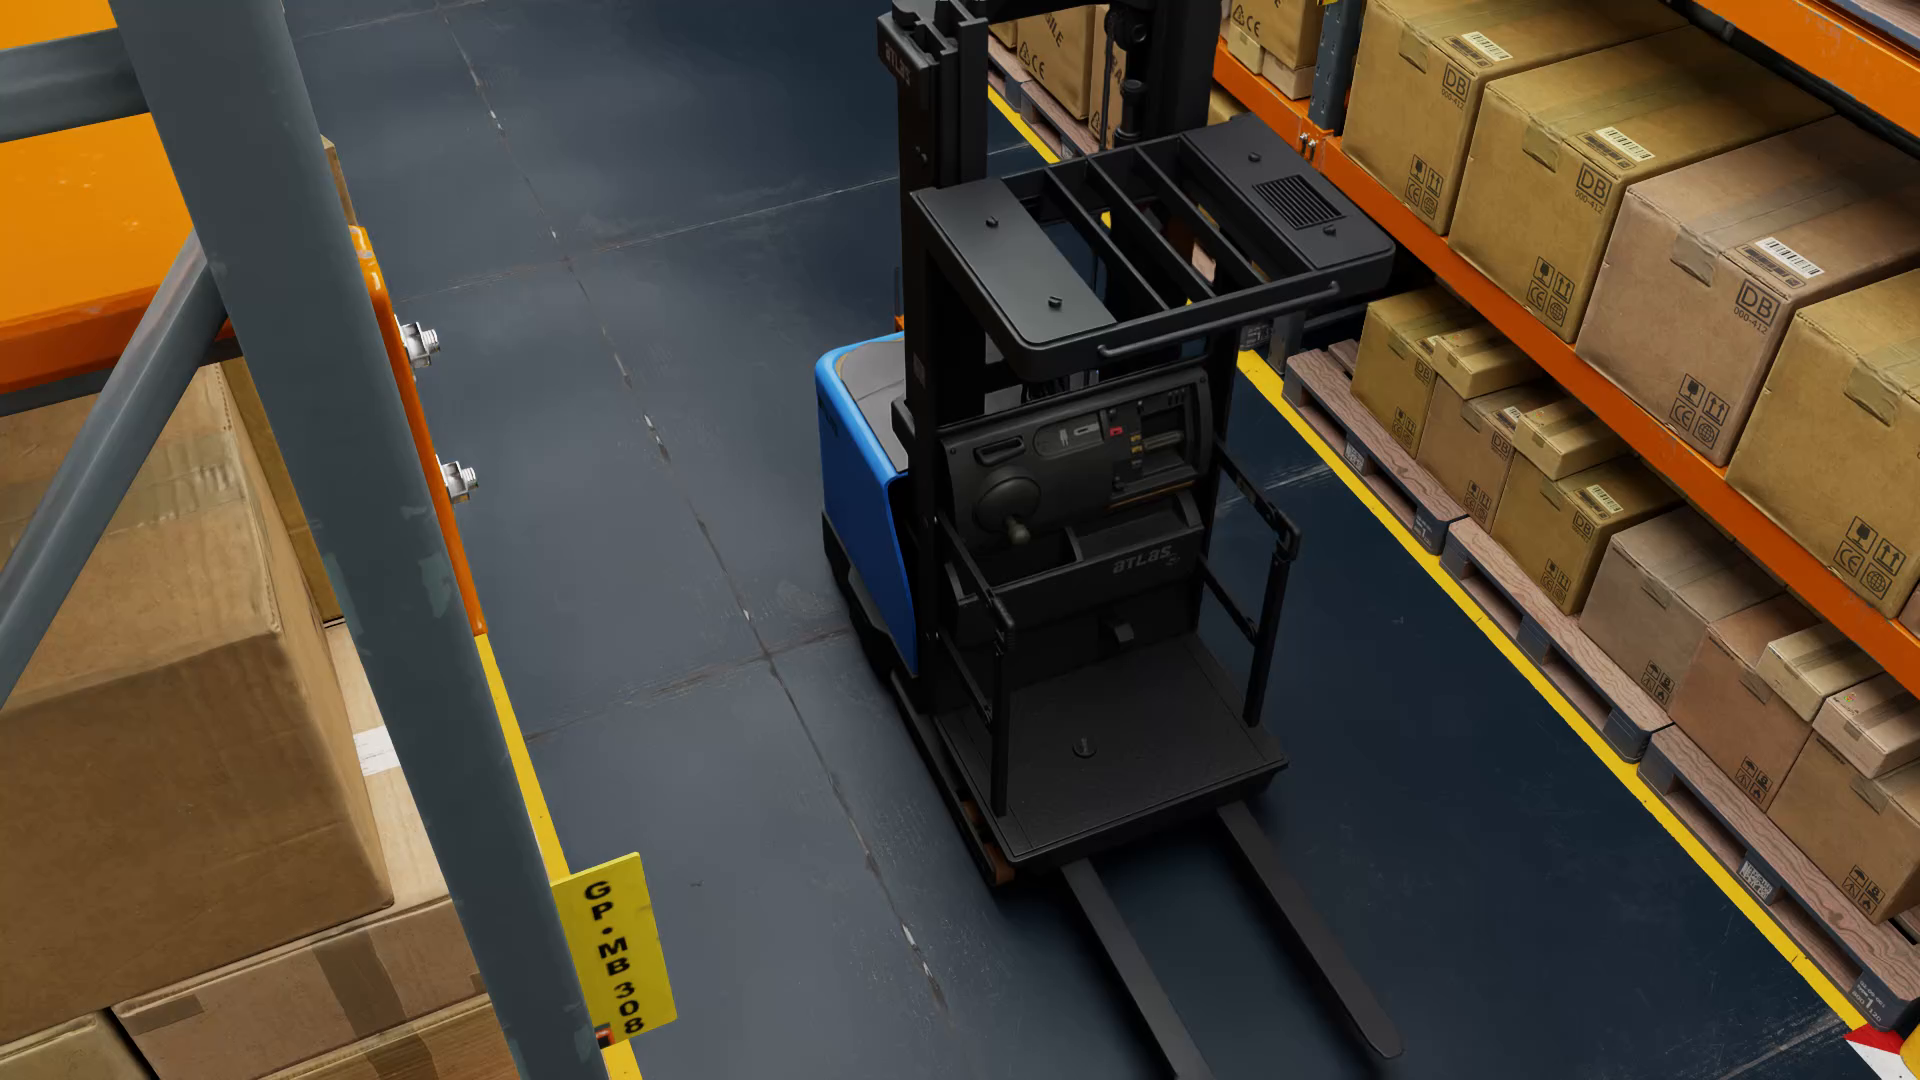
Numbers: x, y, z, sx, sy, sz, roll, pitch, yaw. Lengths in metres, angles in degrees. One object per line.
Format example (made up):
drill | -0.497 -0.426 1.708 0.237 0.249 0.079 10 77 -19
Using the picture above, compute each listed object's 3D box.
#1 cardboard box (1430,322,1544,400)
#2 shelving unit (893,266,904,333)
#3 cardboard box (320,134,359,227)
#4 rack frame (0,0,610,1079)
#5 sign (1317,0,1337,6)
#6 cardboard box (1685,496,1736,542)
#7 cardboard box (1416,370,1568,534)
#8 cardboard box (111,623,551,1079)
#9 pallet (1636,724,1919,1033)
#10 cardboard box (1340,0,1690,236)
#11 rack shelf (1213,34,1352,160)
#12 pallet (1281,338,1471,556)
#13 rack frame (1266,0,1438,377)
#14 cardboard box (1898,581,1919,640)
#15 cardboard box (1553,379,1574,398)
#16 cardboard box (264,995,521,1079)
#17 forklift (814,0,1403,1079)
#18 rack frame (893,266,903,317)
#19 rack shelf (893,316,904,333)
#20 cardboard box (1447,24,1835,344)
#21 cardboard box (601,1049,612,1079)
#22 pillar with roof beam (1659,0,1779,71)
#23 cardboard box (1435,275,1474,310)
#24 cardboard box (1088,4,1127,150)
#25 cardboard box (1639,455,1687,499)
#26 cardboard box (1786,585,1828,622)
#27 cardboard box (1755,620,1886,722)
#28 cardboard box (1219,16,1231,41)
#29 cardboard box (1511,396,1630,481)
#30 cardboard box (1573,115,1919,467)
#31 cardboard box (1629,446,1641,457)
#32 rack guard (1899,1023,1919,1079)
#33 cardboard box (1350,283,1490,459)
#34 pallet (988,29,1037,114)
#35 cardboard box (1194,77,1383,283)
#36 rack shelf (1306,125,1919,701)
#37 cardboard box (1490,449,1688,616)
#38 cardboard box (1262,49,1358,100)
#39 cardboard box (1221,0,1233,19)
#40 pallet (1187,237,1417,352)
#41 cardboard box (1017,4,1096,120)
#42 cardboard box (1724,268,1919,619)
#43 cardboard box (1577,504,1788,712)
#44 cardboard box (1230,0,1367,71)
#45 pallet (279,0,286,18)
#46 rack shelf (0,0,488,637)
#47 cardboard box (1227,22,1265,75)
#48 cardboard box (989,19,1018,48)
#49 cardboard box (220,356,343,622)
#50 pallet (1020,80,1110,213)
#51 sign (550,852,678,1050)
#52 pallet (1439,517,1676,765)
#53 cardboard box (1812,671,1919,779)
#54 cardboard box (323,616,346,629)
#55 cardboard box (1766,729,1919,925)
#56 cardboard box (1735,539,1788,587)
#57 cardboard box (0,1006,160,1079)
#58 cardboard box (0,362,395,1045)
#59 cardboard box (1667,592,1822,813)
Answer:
cardboard box | 2.150 -0.741 6.754 0.380 0.149 0.250 -17 47 -16
shelving unit | -0.113 -0.611 6.884 0.258 1.200 0.189 -17 47 -16
cardboard box | -2.539 -1.118 5.746 0.700 0.500 0.500 -34 54 -30
rack frame | -0.858 -0.152 0.866 0.949 2.616 0.053 -18 47 -17
sign | 1.462 -2.247 6.493 0.100 0.325 0.005 -18 47 -17
cardboard box | 2.946 -0.175 6.179 0.380 0.149 0.250 -18 47 -17
cardboard box | 2.380 -0.462 6.932 0.700 0.500 0.500 -18 48 -18
cardboard box | -0.841 0.388 2.205 0.500 0.250 0.500 -18 47 -17
pallet | 3.225 1.025 5.929 1.003 0.211 1.213 -18 47 -17
cardboard box | 2.163 -1.786 6.580 0.980 0.700 0.700 -17 47 -17
rack shelf | 1.109 -3.048 8.585 1.077 0.370 4.000 -18 47 -17
pallet | 2.199 -0.530 7.505 1.003 0.211 1.213 -18 47 -17
rack frame | 1.950 -2.030 7.040 1.000 3.000 0.127 -18 47 -17
cardboard box | 3.408 0.090 4.678 0.980 0.700 0.700 -16 47 -16
cardboard box | 2.625 -0.662 6.673 0.380 0.149 0.250 -19 48 -19
cardboard box | -0.846 0.568 2.379 0.500 0.250 0.500 -18 47 -17
forklift | 0.478 -0.171 5.206 1.130 2.935 3.031 -17 47 -16
rack frame | -0.149 -0.670 6.944 0.240 1.200 0.006 -17 47 -16
rack shelf | -0.113 -0.836 6.662 0.258 0.103 0.180 -17 47 -16
cardboard box | 2.465 -1.319 6.107 0.980 0.700 0.700 -19 48 -18
cardboard box | -0.808 1.232 2.951 0.500 0.500 0.500 -17 47 -16
pillar with roof beam | -0.877 -2.703 3.452 9.100 9.000 0.400 -18 47 -17
cardboard box | 2.291 -1.165 7.182 0.380 0.149 0.250 -18 47 -18
cardboard box | 1.182 -2.355 8.602 0.750 0.750 0.750 -17 47 -16
cardboard box | 2.840 -0.336 6.343 0.380 0.149 0.250 -19 48 -18
cardboard box | 3.162 0.150 5.850 0.380 0.149 0.250 -18 47 -17
cardboard box | 2.919 0.421 5.575 0.380 0.149 0.250 -17 47 -16
cardboard box | 1.356 -2.412 7.592 0.380 0.149 0.250 -17 47 -16
cardboard box | 2.370 -0.409 6.416 0.380 0.149 0.250 -19 48 -19
cardboard box | 2.780 -0.859 5.640 0.980 0.700 0.700 -20 48 -19
cardboard box | 2.731 -0.500 6.509 0.380 0.149 0.250 -18 47 -17
rack guard | 3.642 1.424 5.319 1.175 0.500 0.348 -18 47 -17
cardboard box | 2.171 -0.783 7.257 0.700 0.500 0.500 -17 47 -17
pallet | 0.531 -3.062 10.071 1.003 0.211 1.213 -18 47 -17
cardboard box | 1.559 -1.790 8.029 0.750 0.750 0.750 -18 47 -17
rack shelf | 2.791 -0.499 6.001 1.077 0.370 4.000 -18 47 -17
cardboard box | 2.594 -0.134 6.600 0.700 0.500 0.500 -17 47 -16
cardboard box | 1.551 -2.079 7.255 0.380 0.149 0.250 -18 47 -17
cardboard box | 1.304 -2.720 7.443 0.500 0.500 0.500 -18 47 -17
pallet | 1.557 -1.507 8.496 1.003 0.211 1.213 -18 47 -17
cardboard box | 0.821 -2.896 9.149 0.750 0.750 0.750 -18 47 -18
cardboard box | 3.092 -0.370 5.145 0.980 0.700 0.700 -18 48 -18
cardboard box | 2.824 0.204 6.257 0.700 0.500 0.500 -19 48 -19
cardboard box | 1.527 -2.398 7.116 0.500 0.500 0.500 -19 48 -18
pallet | -3.876 -2.634 7.789 1.213 0.211 1.003 -18 47 -17
rack shelf | -1.702 -1.168 2.410 1.077 0.370 4.000 -18 47 -17
cardboard box | 1.423 -2.233 7.411 0.380 0.149 0.250 -17 47 -17
cardboard box | 0.458 -3.456 9.717 0.750 0.750 0.750 -19 48 -18
cardboard box | -1.225 -0.141 2.207 0.700 0.500 0.500 -18 47 -17
pallet | 1.040 -2.285 9.285 1.003 0.211 1.213 -18 47 -17
sign | -0.369 0.445 1.774 0.100 0.325 0.005 -18 47 -17
pallet | 2.716 0.249 6.716 1.003 0.211 1.213 -18 47 -17
cardboard box | 3.028 0.584 5.410 0.380 0.149 0.250 -19 48 -18
cardboard box | -1.045 0.067 2.530 0.500 0.250 0.500 -18 47 -17
cardboard box | 3.247 0.843 5.610 0.700 0.500 0.500 -18 47 -17
cardboard box | 3.055 -0.011 6.014 0.380 0.149 0.250 -17 47 -17
cardboard box | -1.308 0.540 2.051 0.500 0.250 0.500 -18 47 -17
cardboard box | -1.092 0.203 1.859 0.700 0.500 0.500 -18 47 -17
cardboard box | 3.036 0.524 5.933 0.700 0.500 0.500 -18 47 -18
